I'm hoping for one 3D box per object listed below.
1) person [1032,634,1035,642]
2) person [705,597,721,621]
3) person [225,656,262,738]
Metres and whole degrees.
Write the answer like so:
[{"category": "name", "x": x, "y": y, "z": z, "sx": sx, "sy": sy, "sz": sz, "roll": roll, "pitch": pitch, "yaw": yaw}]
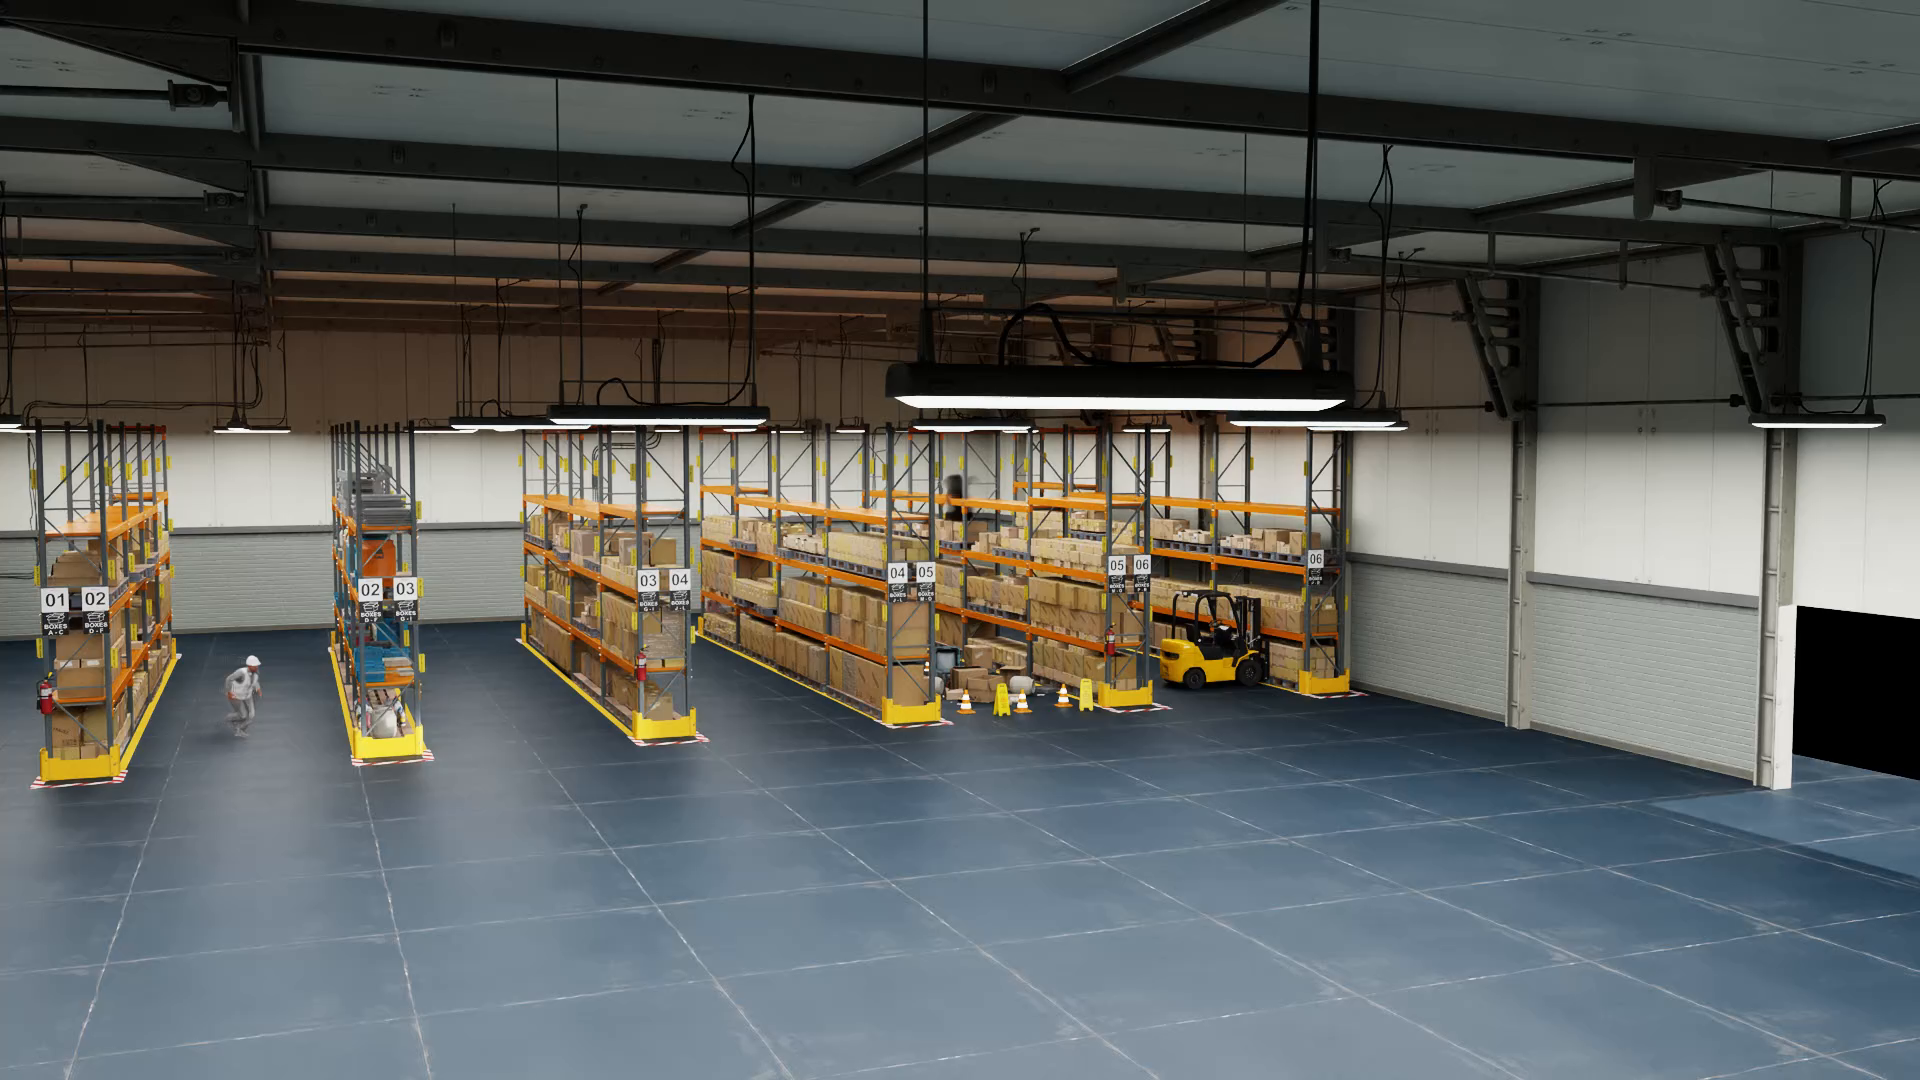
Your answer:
[{"category": "person", "x": 1.885, "y": 2.051, "z": 46.038, "sx": 0.546, "sy": 1.562, "sz": 0.604, "roll": -2, "pitch": 4, "yaw": -32}, {"category": "person", "x": -7.414, "y": 1.790, "z": 49.680, "sx": 0.595, "sy": 1.638, "sz": 0.849, "roll": 3, "pitch": 4, "yaw": 37}, {"category": "person", "x": -13.600, "y": 2.972, "z": 31.483, "sx": 0.931, "sy": 1.583, "sz": 0.677, "roll": 2, "pitch": 4, "yaw": 29}]
